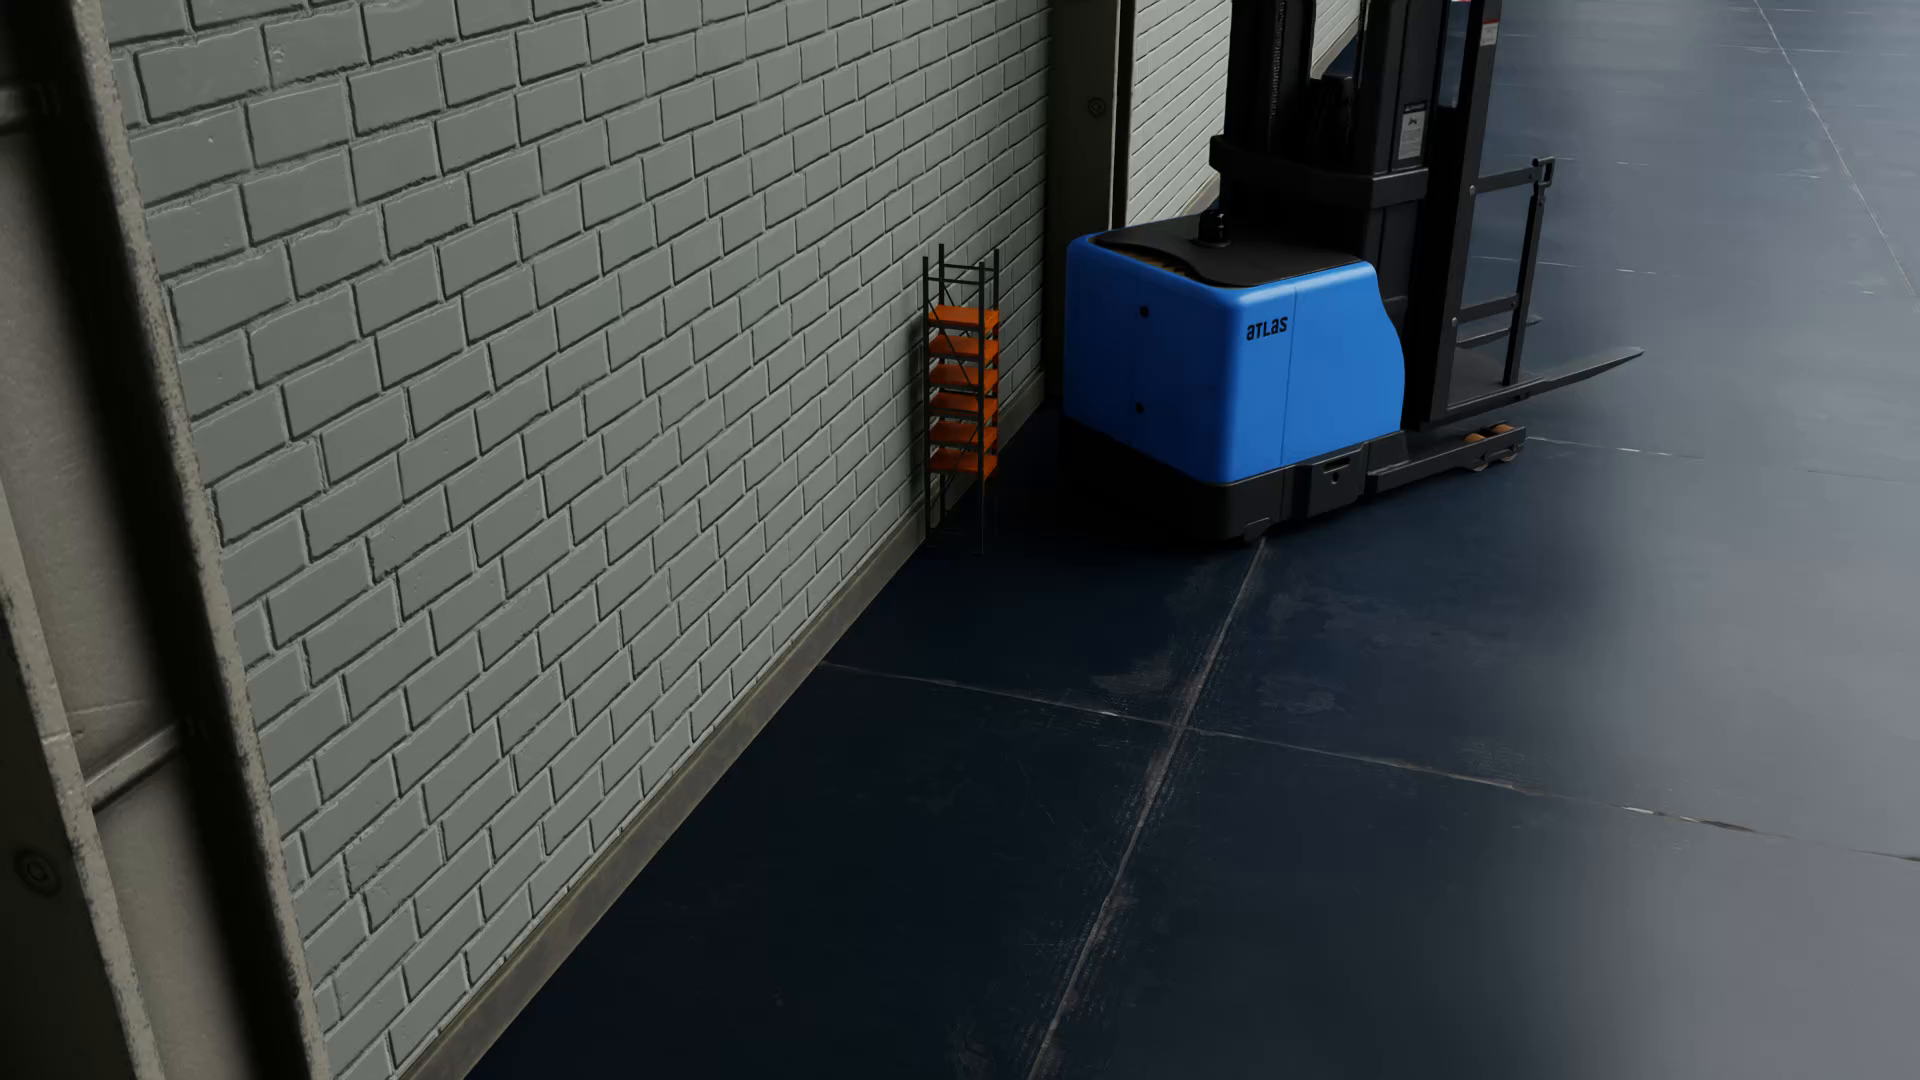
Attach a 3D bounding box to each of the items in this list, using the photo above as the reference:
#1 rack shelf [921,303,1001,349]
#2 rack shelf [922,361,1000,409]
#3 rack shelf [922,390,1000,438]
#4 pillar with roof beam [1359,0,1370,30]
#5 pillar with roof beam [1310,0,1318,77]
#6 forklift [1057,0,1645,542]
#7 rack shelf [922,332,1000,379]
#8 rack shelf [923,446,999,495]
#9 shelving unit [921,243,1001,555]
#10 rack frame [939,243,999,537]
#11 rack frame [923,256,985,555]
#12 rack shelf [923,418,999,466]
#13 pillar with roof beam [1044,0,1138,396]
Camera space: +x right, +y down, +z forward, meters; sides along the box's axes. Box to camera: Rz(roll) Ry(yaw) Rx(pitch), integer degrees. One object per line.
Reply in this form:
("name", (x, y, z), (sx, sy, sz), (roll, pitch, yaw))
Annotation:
("rack shelf", (0.005, -0.818, 6.338), (0.258, 0.103, 0.180), (8, 27, 16))
("rack shelf", (0.005, -0.602, 6.442), (0.258, 0.103, 0.180), (8, 27, 16))
("rack shelf", (0.005, -0.494, 6.495), (0.258, 0.103, 0.180), (8, 27, 16))
("pillar with roof beam", (8.669, -9.146, 15.314), (9.100, 9.000, 0.400), (9, 27, 17))
("pillar with roof beam", (6.673, -6.680, 10.221), (9.100, 9.000, 0.400), (9, 27, 17))
("forklift", (1.930, -1.795, 7.093), (3.031, 2.935, 1.130), (-17, 30, -31))
("rack shelf", (0.005, -0.710, 6.390), (0.258, 0.103, 0.180), (8, 27, 16))
("rack shelf", (0.005, -0.278, 6.599), (0.258, 0.103, 0.180), (8, 27, 16))
("shelving unit", (0.005, -0.534, 6.475), (0.258, 1.200, 0.189), (8, 27, 16))
("rack frame", (0.033, -0.571, 6.553), (0.240, 1.200, 0.006), (8, 27, 16))
("rack frame", (-0.024, -0.496, 6.397), (0.240, 1.200, 0.006), (8, 27, 16))
("rack shelf", (0.005, -0.386, 6.547), (0.258, 0.103, 0.180), (8, 27, 16))
("pillar with roof beam", (4.676, -4.215, 5.129), (9.100, 9.000, 0.400), (9, 27, 17))
